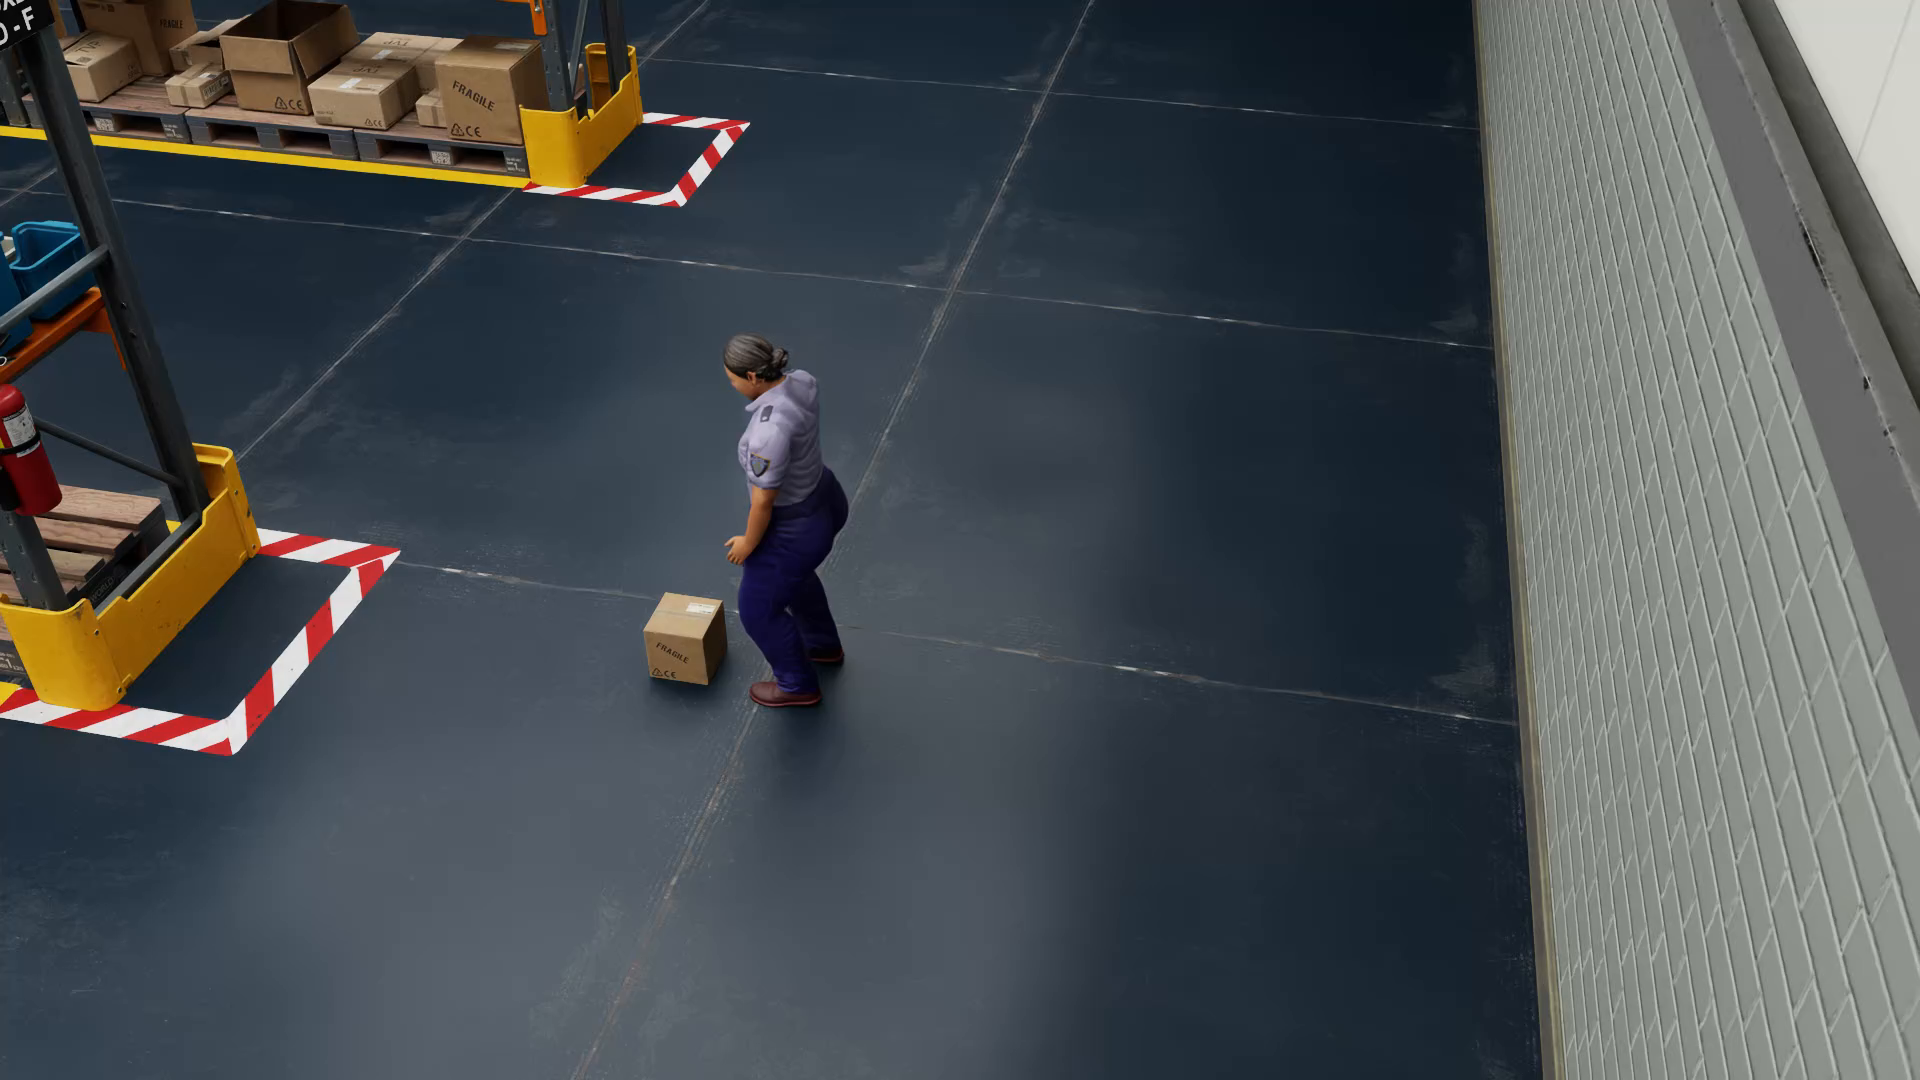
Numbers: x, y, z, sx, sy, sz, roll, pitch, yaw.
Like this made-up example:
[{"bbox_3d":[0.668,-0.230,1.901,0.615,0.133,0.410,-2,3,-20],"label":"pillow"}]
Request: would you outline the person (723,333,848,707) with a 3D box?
[{"bbox_3d":[-0.648,-0.059,6.286,0.391,1.607,0.496,8,38,11],"label":"person"}]
